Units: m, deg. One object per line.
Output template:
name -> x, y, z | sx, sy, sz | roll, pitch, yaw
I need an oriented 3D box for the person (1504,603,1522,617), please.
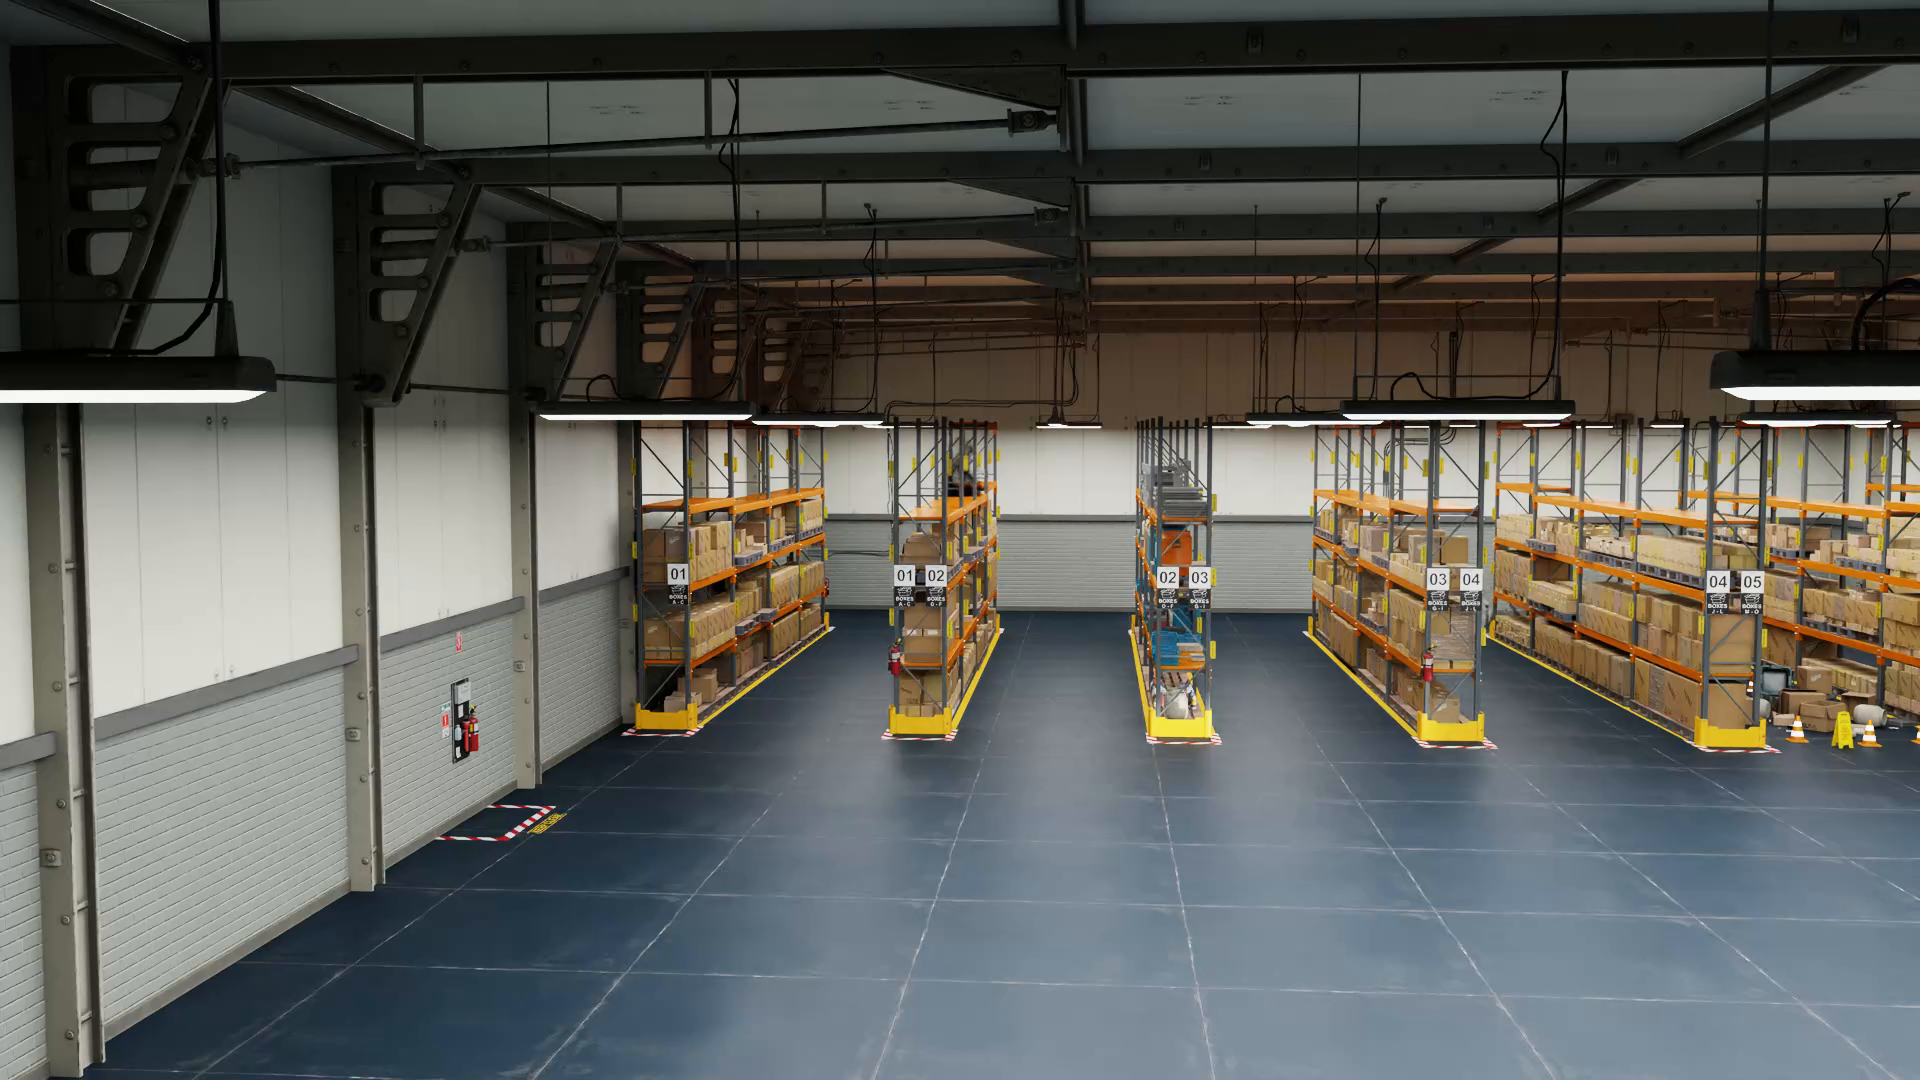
person -> 15.815, 1.742, 47.464 | 0.808, 1.847, 0.673 | 0, 4, 1

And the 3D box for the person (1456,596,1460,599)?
person -> 13.538, 1.847, 46.505 | 0.660, 1.686, 0.827 | 4, 5, 43

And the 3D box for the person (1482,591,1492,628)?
person -> 13.352, 2.117, 42.737 | 0.643, 1.673, 0.717 | 0, 4, 2
